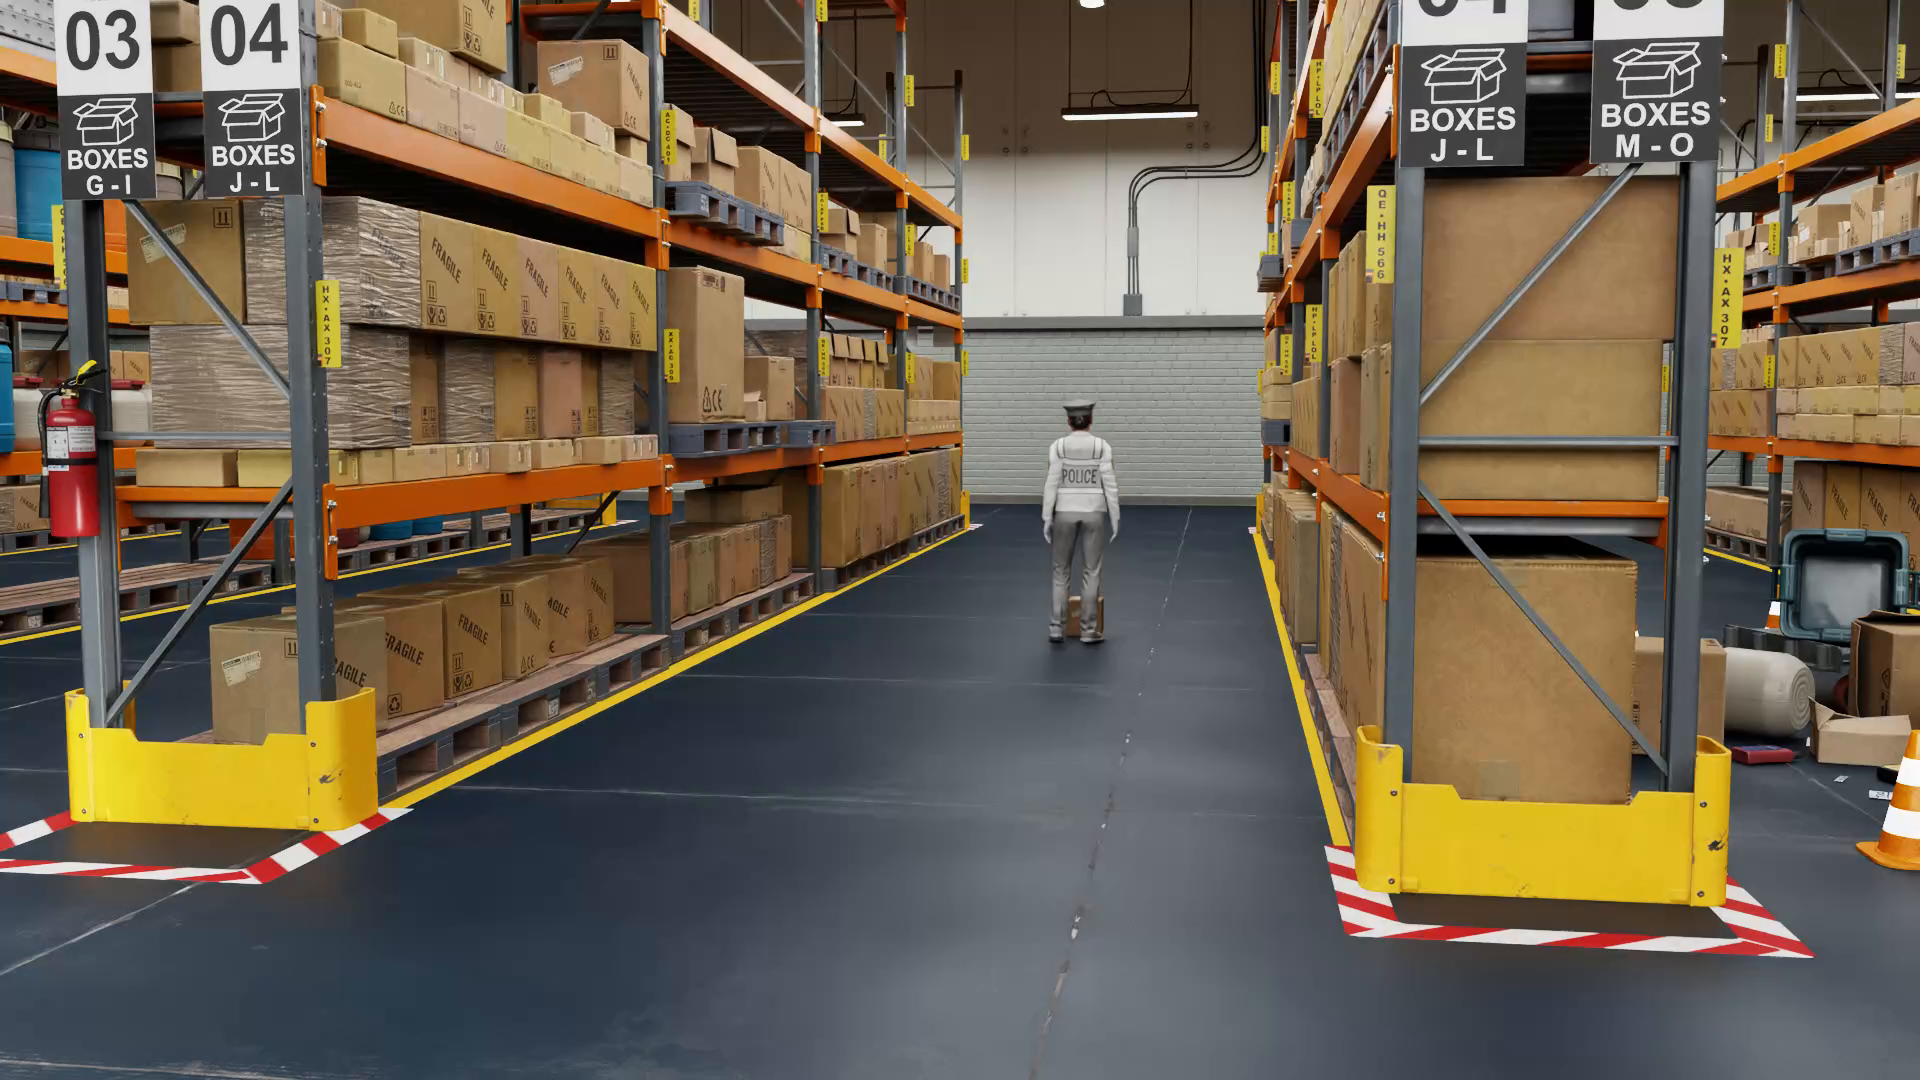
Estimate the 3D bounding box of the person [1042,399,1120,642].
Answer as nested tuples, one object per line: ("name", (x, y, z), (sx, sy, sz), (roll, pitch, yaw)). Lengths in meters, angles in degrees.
("person", (0.838, -0.115, 11.443), (0.530, 1.709, 0.418), (1, 5, 8))
